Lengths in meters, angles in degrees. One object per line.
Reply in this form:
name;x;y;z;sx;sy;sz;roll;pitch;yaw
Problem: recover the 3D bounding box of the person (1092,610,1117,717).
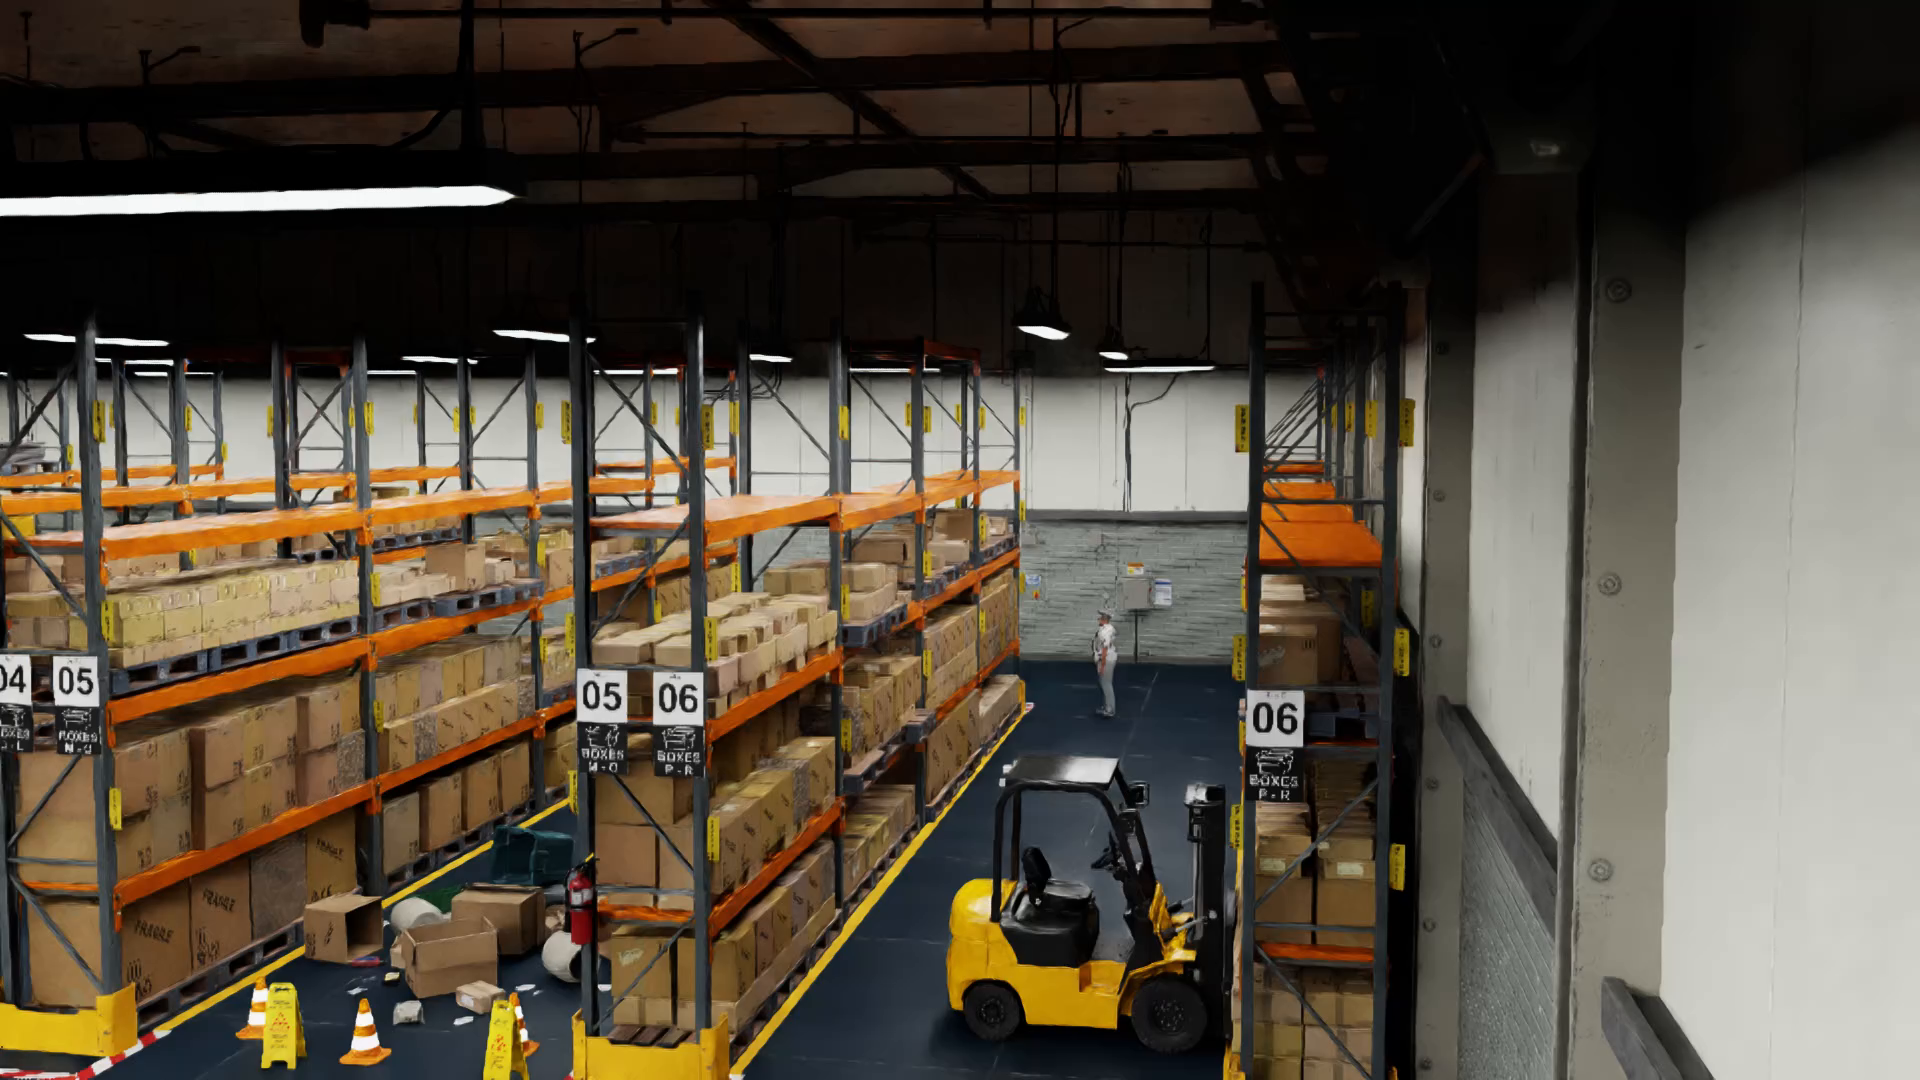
person;2.413;2.048;27.779;0.411;1.748;0.659;1;5;15
